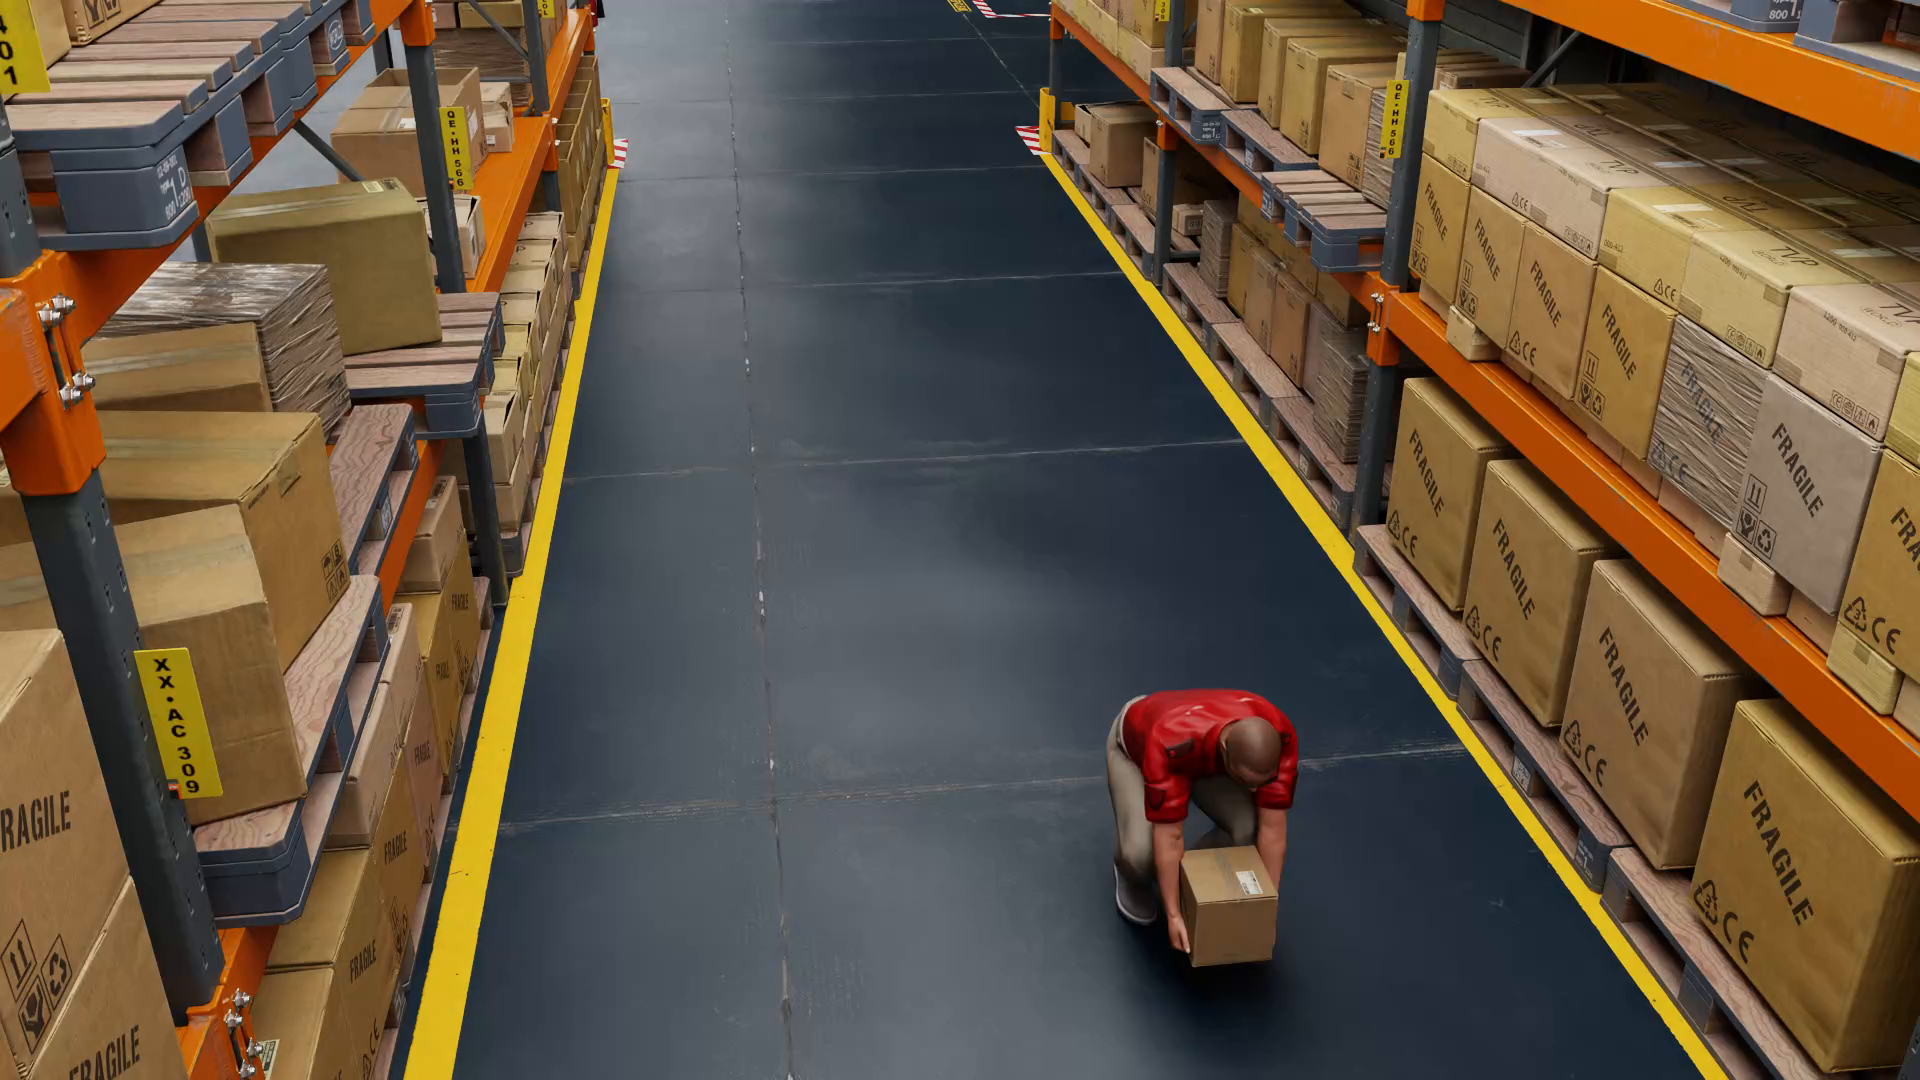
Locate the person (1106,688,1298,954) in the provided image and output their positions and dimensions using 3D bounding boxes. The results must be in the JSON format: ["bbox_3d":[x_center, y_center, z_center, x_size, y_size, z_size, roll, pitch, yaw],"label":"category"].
[{"bbox_3d":[0.764,0.830,5.337,0.533,0.987,0.877,-4,27,-8],"label":"person"}]
